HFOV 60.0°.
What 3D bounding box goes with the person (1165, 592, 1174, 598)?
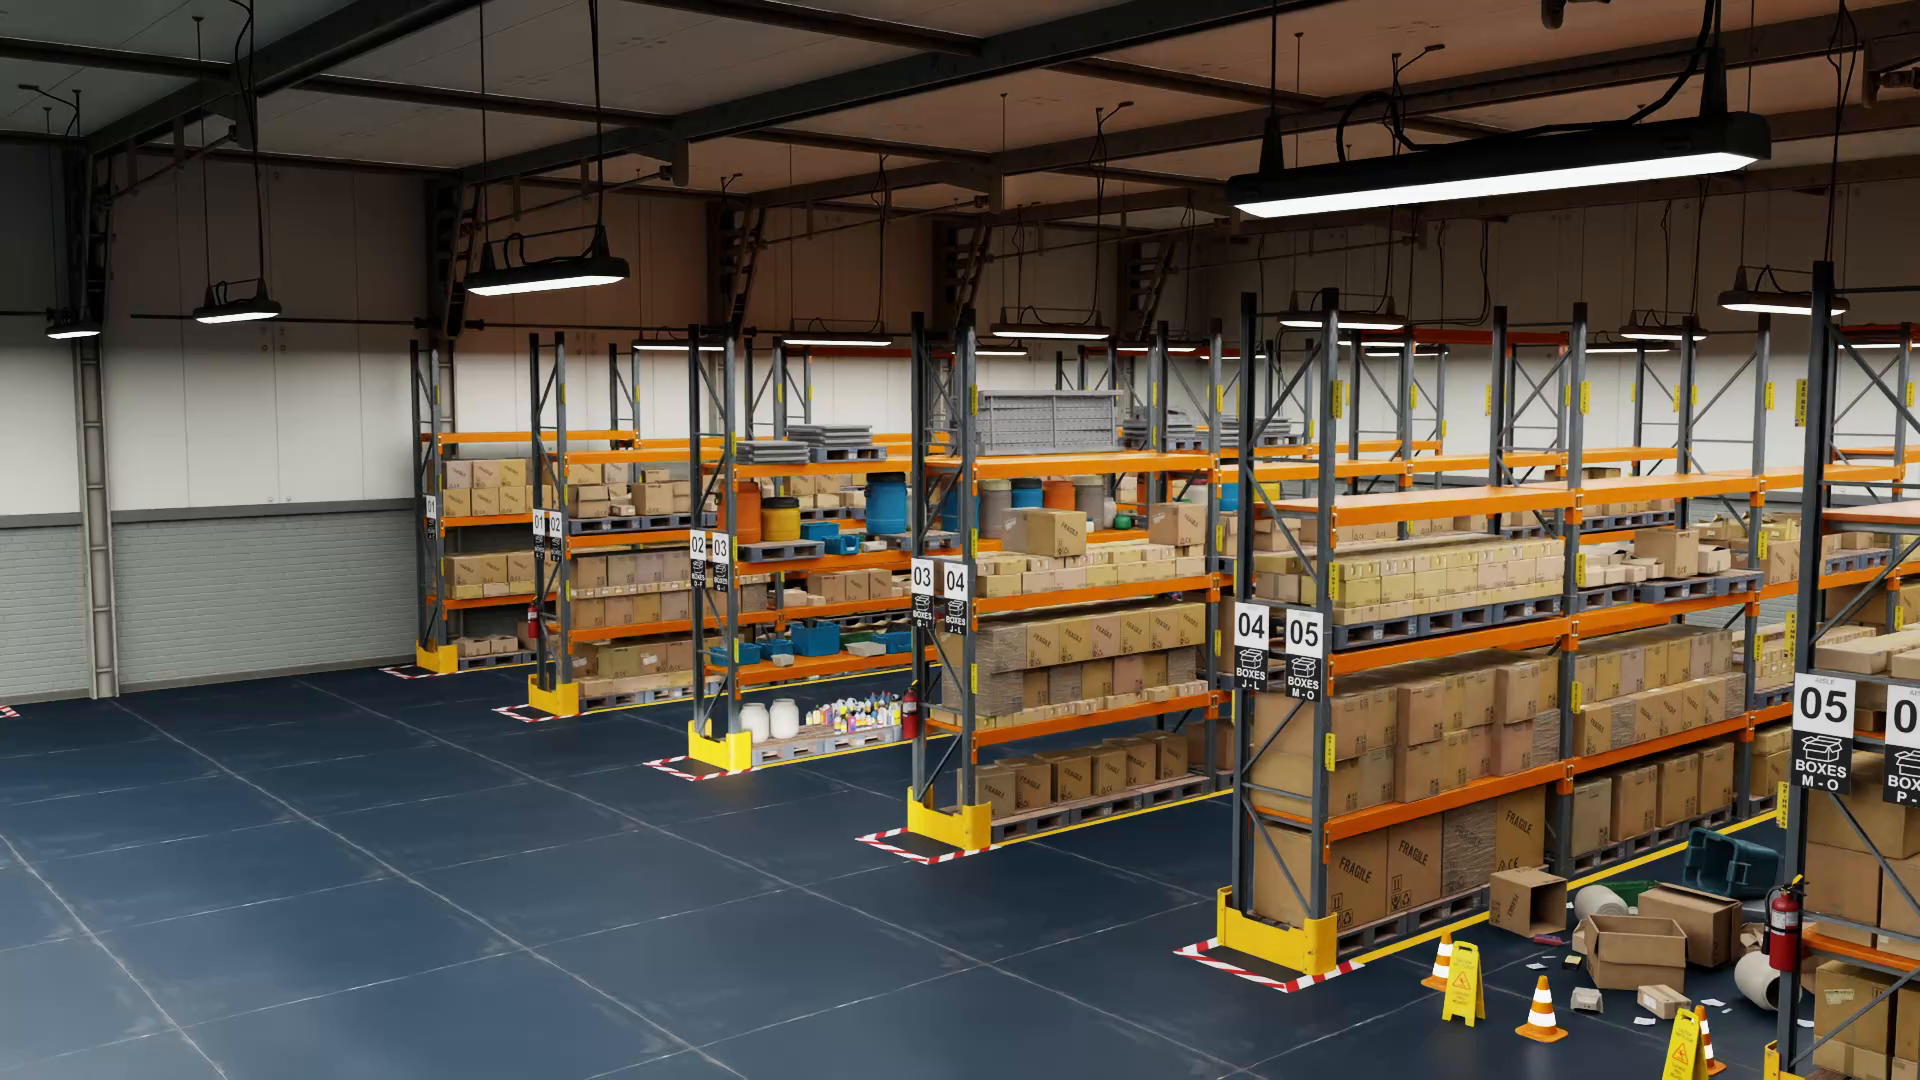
[{"bbox_3d":[4.047,1.302,32.925,0.426,1.646,0.517,0,5,4],"label":"person"}]
